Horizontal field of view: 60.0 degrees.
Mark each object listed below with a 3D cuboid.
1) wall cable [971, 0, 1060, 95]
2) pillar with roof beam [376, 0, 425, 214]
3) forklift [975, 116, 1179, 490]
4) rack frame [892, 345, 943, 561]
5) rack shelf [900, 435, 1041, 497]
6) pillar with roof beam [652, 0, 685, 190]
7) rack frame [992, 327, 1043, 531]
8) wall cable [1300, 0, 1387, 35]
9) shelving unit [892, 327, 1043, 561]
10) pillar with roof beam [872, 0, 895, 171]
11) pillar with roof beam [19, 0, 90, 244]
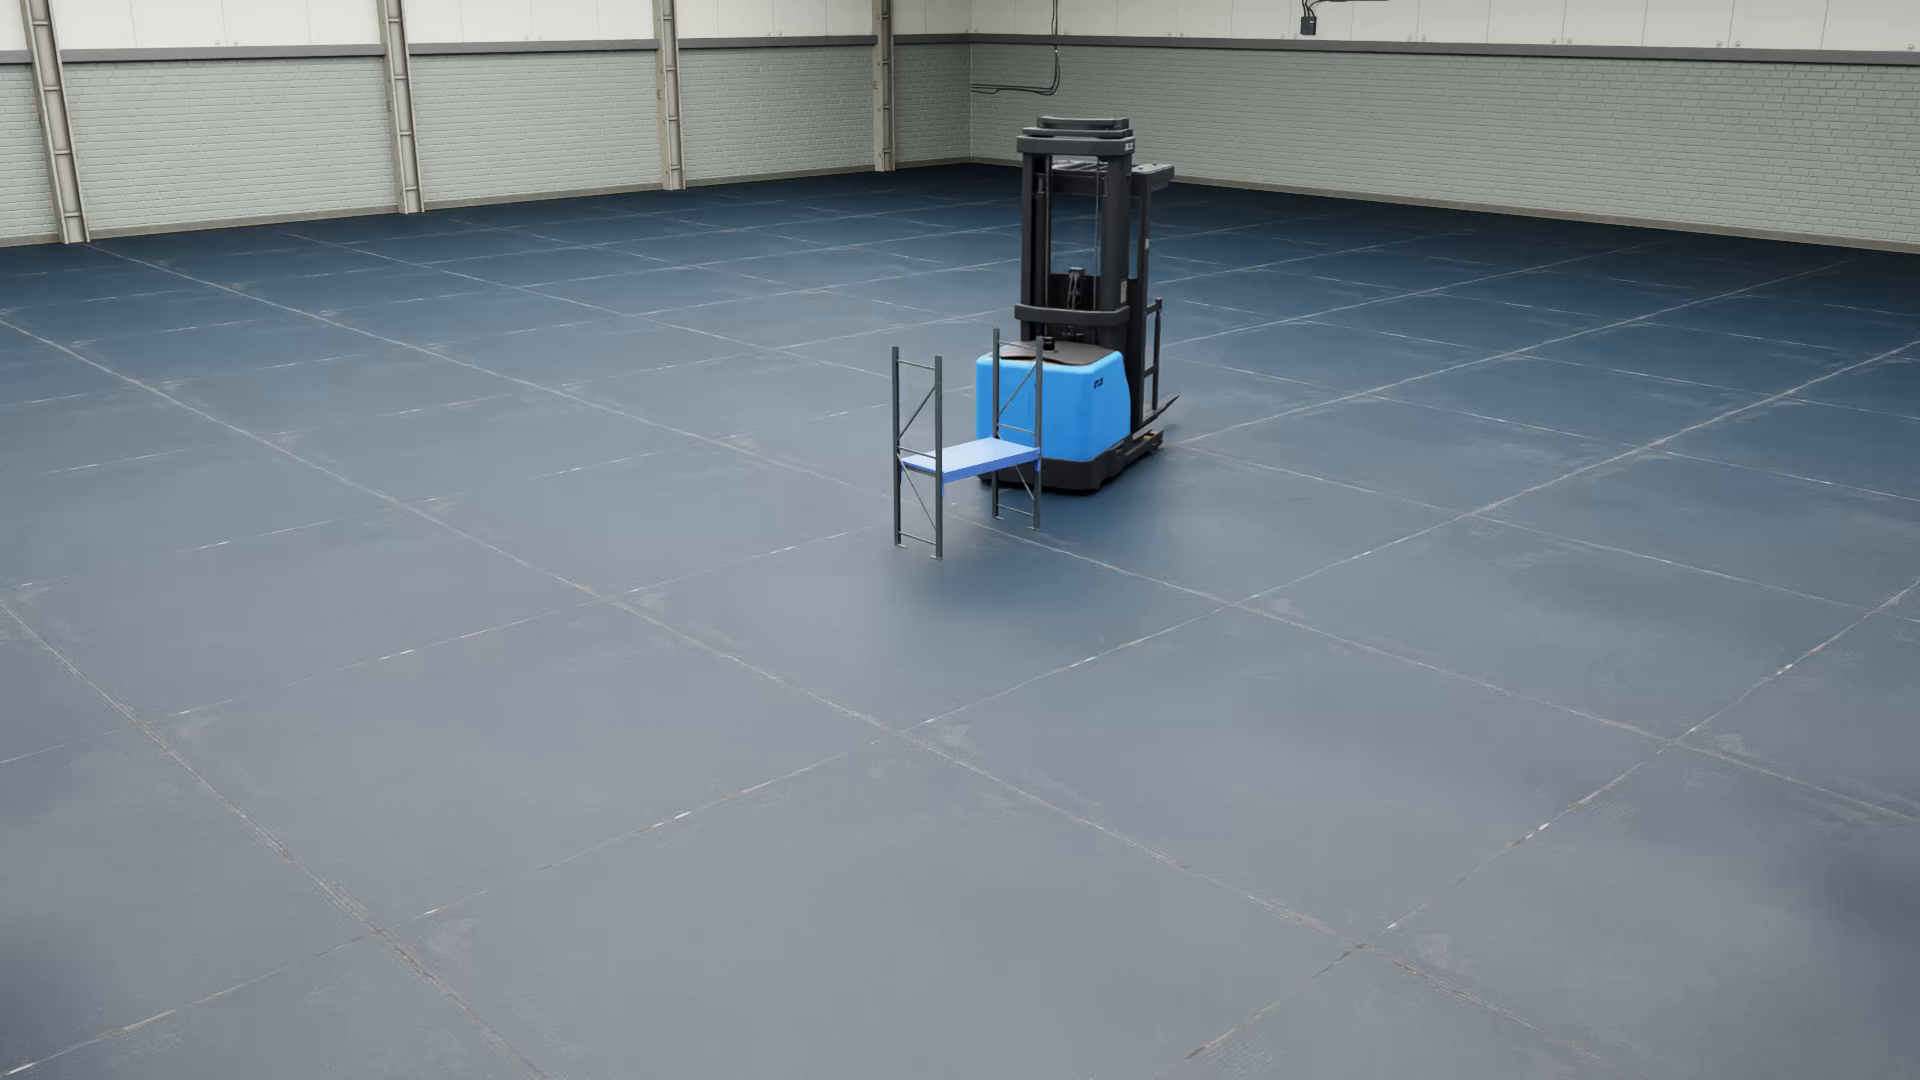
[{"bbox_3d":[1.249,-11.961,39.820,0.112,2.526,3.097,-16,24,-41],"label":"wall cable"},{"bbox_3d":[-7.561,-9.603,27.511,0.400,9.000,9.100,-16,24,-41],"label":"pillar with roof beam"},{"bbox_3d":[1.186,-2.209,14.547,1.130,2.935,3.031,8,20,23],"label":"forklift"},{"bbox_3d":[-0.307,-0.624,11.977,0.032,1.500,0.500,-16,24,-41],"label":"rack frame"},{"bbox_3d":[0.062,-0.560,12.365,1.000,0.185,0.538,-16,24,-41],"label":"rack shelf"},{"bbox_3d":[-3.202,-10.874,31.433,0.400,9.000,9.100,-16,24,-41],"label":"pillar with roof beam"},{"bbox_3d":[0.431,-0.839,12.641,0.032,1.500,0.500,-16,24,-41],"label":"rack frame"},{"bbox_3d":[7.760,-12.925,32.244,0.169,6.003,2.305,-16,24,-41],"label":"wall cable"},{"bbox_3d":[0.062,-0.732,12.309,1.048,1.500,0.538,-16,24,-41],"label":"shelving unit"},{"bbox_3d":[1.158,-12.145,35.354,0.400,9.000,9.100,-16,24,-41],"label":"pillar with roof beam"},{"bbox_3d":[-11.921,-8.331,23.590,0.400,9.000,9.100,-16,24,-41],"label":"pillar with roof beam"}]
